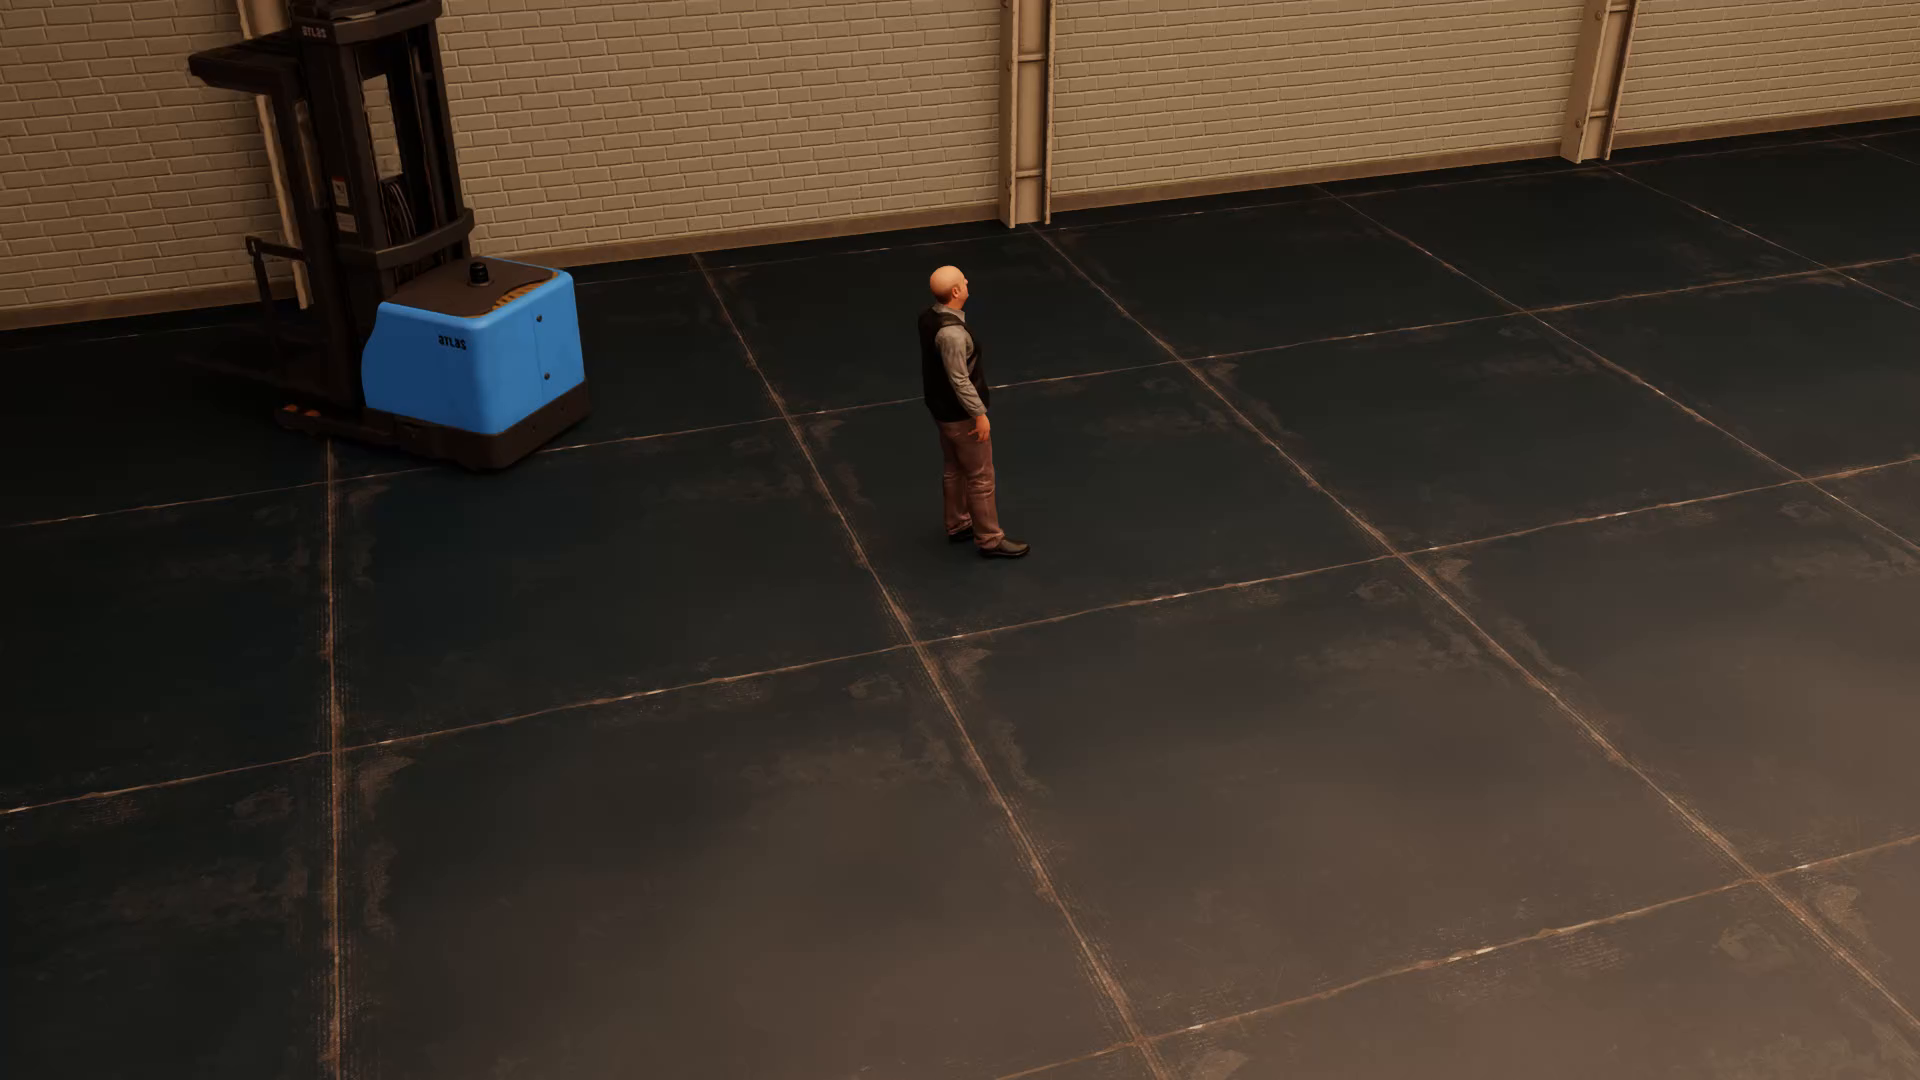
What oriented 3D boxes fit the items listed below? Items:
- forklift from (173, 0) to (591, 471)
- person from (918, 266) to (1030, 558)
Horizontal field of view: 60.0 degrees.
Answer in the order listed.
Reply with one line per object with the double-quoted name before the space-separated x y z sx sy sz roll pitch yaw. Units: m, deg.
"forklift" -4.092 -2.203 10.917 3.031 2.935 1.130 13 32 22
"person" 0.069 -0.760 9.607 0.551 1.722 0.633 -10 31 -16
